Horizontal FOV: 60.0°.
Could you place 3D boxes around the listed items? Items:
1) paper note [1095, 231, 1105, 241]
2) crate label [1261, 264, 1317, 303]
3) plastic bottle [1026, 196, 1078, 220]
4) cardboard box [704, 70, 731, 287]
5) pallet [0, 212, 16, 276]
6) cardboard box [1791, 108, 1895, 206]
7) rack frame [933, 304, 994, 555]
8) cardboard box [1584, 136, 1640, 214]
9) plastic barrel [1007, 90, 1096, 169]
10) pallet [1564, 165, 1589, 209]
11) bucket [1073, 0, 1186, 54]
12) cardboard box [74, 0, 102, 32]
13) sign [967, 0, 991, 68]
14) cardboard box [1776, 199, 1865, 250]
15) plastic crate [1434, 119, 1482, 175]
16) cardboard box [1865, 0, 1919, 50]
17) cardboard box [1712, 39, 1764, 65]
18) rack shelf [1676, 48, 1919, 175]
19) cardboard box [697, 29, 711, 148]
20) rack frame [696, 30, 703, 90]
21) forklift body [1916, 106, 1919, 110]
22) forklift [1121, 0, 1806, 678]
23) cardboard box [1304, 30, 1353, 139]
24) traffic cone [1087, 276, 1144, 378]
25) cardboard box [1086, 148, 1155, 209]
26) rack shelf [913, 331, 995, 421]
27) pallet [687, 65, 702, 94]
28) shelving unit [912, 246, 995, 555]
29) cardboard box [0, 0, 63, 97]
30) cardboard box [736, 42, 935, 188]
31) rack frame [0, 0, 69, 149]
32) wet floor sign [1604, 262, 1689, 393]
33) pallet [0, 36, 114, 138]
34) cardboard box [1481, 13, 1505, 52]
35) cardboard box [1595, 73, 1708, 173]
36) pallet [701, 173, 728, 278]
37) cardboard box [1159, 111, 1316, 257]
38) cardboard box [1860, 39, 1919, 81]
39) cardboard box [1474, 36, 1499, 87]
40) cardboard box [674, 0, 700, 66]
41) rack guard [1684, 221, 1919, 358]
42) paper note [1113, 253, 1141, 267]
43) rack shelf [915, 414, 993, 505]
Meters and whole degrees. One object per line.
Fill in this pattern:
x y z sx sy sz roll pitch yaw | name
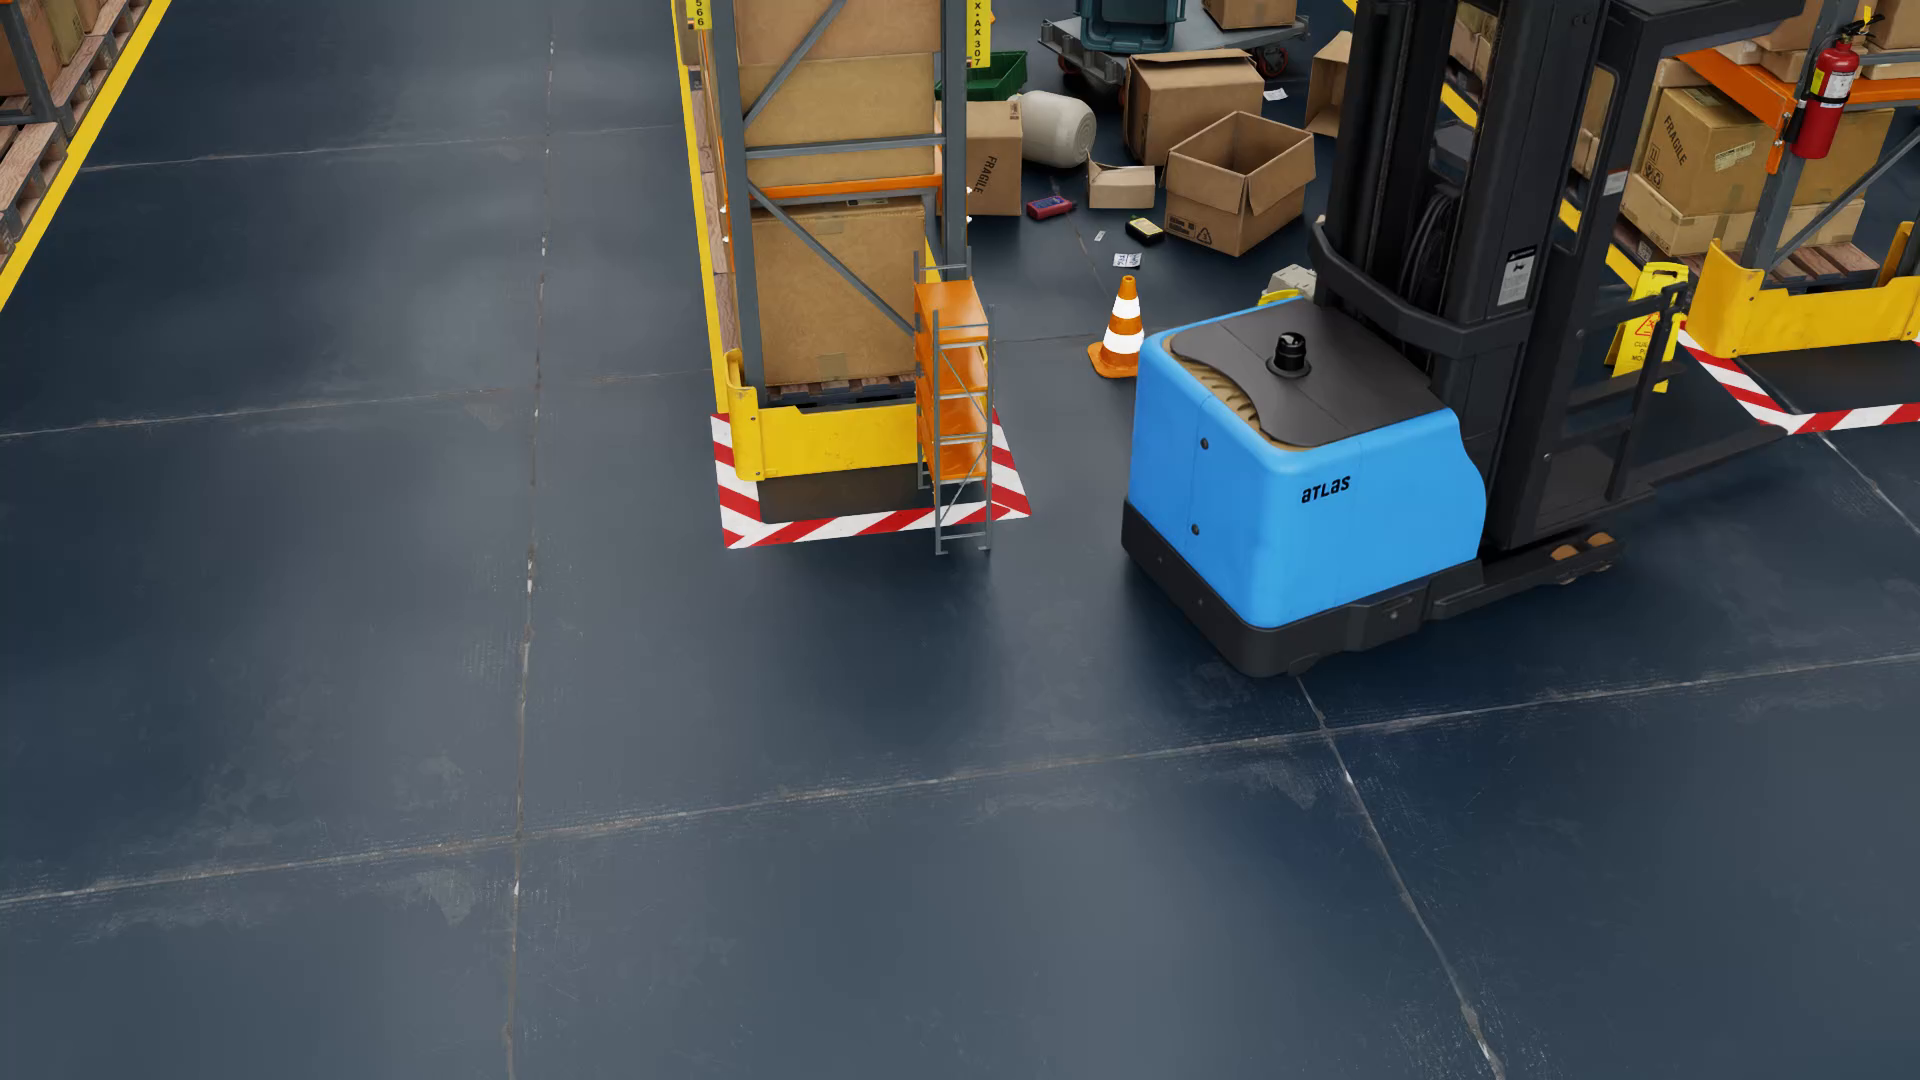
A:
0.797 -1.733 9.472 0.032 0.001 0.123 13 40 16 | paper note
1.803 -1.355 8.882 0.250 0.136 0.298 -27 45 -31 | crate label
0.540 -1.948 9.708 0.283 0.061 0.133 -20 42 -23 | plastic bottle
-0.815 -1.888 8.624 0.875 0.875 0.875 -7 38 -9 | cardboard box
-5.707 -1.329 8.789 1.003 0.211 1.213 -6 38 -8 | pallet
4.507 -2.128 8.832 0.500 0.500 0.500 -7 38 -9 | cardboard box
0.014 -0.426 6.821 0.240 1.200 0.015 -6 38 -8 | rack frame
3.891 -2.074 9.373 0.500 0.250 0.500 -6 38 -8 | cardboard box
0.533 -2.506 10.130 0.512 0.421 0.421 19 42 23 | plastic barrel
4.049 -2.395 10.161 1.003 0.211 1.213 -6 38 -8 | pallet
1.117 -3.516 10.761 0.726 0.611 0.620 6 28 8 | bucket
-6.327 -3.758 11.322 0.700 0.500 0.500 -9 39 -12 | cardboard box
0.072 -2.056 6.682 0.100 0.325 0.005 -6 38 -8 | sign
4.511 -1.818 9.043 0.500 0.250 0.500 -7 38 -8 | cardboard box
3.147 -2.447 10.335 0.402 0.080 0.583 -20 42 -23 | plastic crate
4.571 -2.693 7.948 0.500 0.500 0.500 -7 38 -9 | cardboard box
3.951 -2.465 8.183 0.380 0.149 0.250 -7 38 -8 | cardboard box
4.030 -3.144 9.439 1.077 0.370 4.000 -6 38 -8 | rack shelf
-1.135 -2.983 10.034 0.875 0.875 0.875 -6 38 -7 | cardboard box
-1.176 -4.043 10.009 1.000 3.000 0.127 -6 38 -8 | rack frame
7.138 -3.371 9.836 2.313 2.155 1.214 -6 38 -8 | forklift body
2.244 -1.244 6.462 3.031 2.935 1.130 -17 41 -20 | forklift
2.528 -2.857 10.518 0.500 0.500 0.500 19 42 23 | cardboard box
0.830 -1.099 8.287 0.336 0.463 0.334 -6 38 -8 | traffic cone
0.938 -2.123 9.767 0.396 0.266 0.258 0 38 0 | cardboard box
-0.029 -0.697 6.915 0.258 0.148 0.480 -6 38 -8 | rack shelf
-1.386 -3.400 11.454 1.003 0.211 1.213 -6 38 -8 | pallet
-0.029 -0.574 7.011 0.258 1.200 0.503 -6 38 -8 | shelving unit
-6.164 -3.130 10.513 0.700 0.500 0.500 -9 39 -11 | cardboard box
-0.585 -1.906 7.136 0.875 0.550 0.550 -6 38 -8 | cardboard box
-6.077 -3.571 9.401 1.000 3.000 0.127 -6 38 -8 | rack frame
3.360 -1.061 8.090 0.267 0.644 0.232 6 38 8 | wet floor sign
-6.215 -2.940 10.862 1.003 0.211 1.213 -6 38 -8 | pallet
3.622 -3.305 10.347 0.500 0.500 0.500 -5 38 -6 | cardboard box
3.889 -2.367 9.140 0.500 0.500 0.500 -5 38 -6 | cardboard box
-0.903 -1.736 9.312 1.003 0.211 1.213 -6 38 -8 | pallet
1.580 -2.023 9.444 0.637 0.503 0.797 27 45 30 | cardboard box
4.525 -2.349 8.033 0.380 0.149 0.250 -6 38 -8 | cardboard box
3.622 -3.010 10.578 0.500 0.250 0.500 -4 38 -5 | cardboard box
-1.374 -3.686 11.041 1.050 0.750 0.750 -6 38 -8 | cardboard box
4.367 -1.279 8.489 1.175 0.500 0.348 -6 38 -8 | rack guard
0.929 -1.559 9.233 0.144 0.017 0.142 6 38 8 | paper note
-0.029 -0.364 7.174 0.258 0.148 0.480 -6 38 -8 | rack shelf
